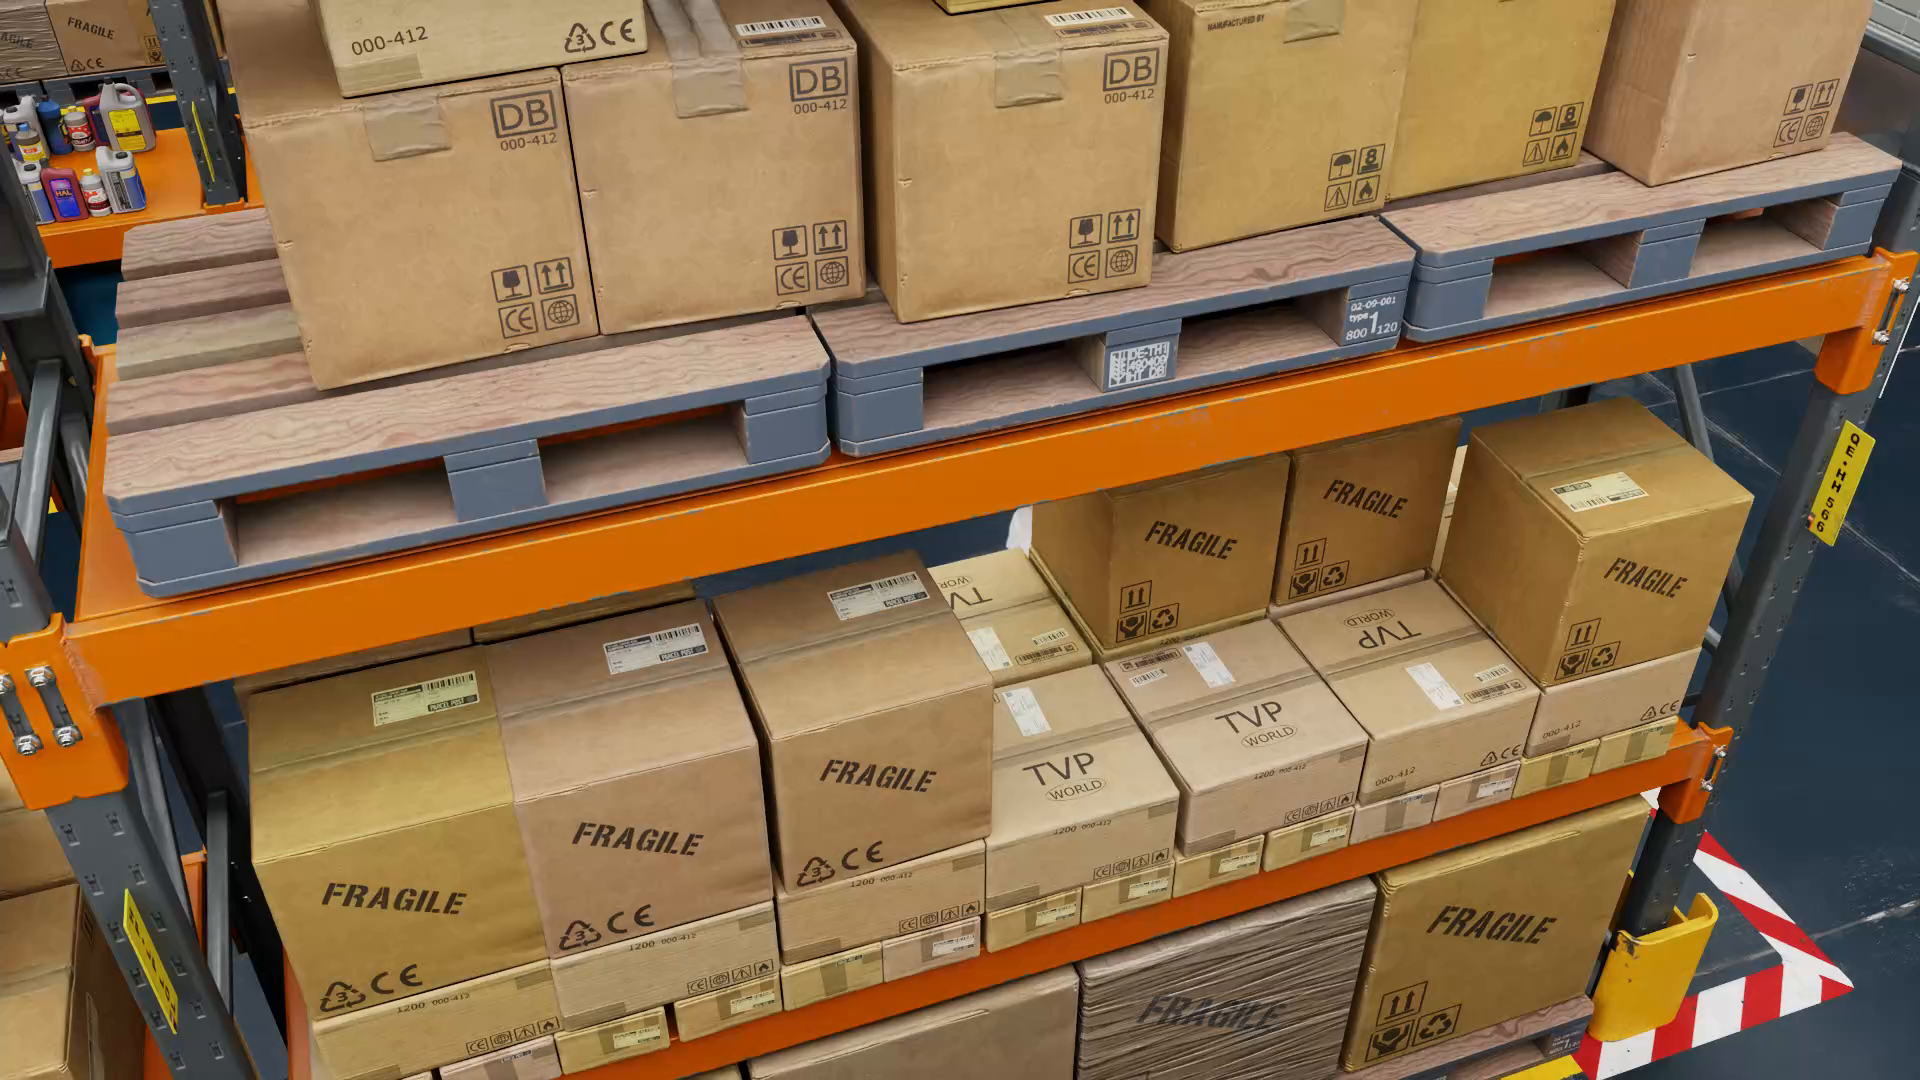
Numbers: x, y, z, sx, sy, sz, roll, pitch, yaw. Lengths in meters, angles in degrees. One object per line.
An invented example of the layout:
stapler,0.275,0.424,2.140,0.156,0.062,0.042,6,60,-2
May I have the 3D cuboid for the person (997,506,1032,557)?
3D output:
person,0.380,0.065,6.046,0.465,1.770,0.578,-14,40,-18
